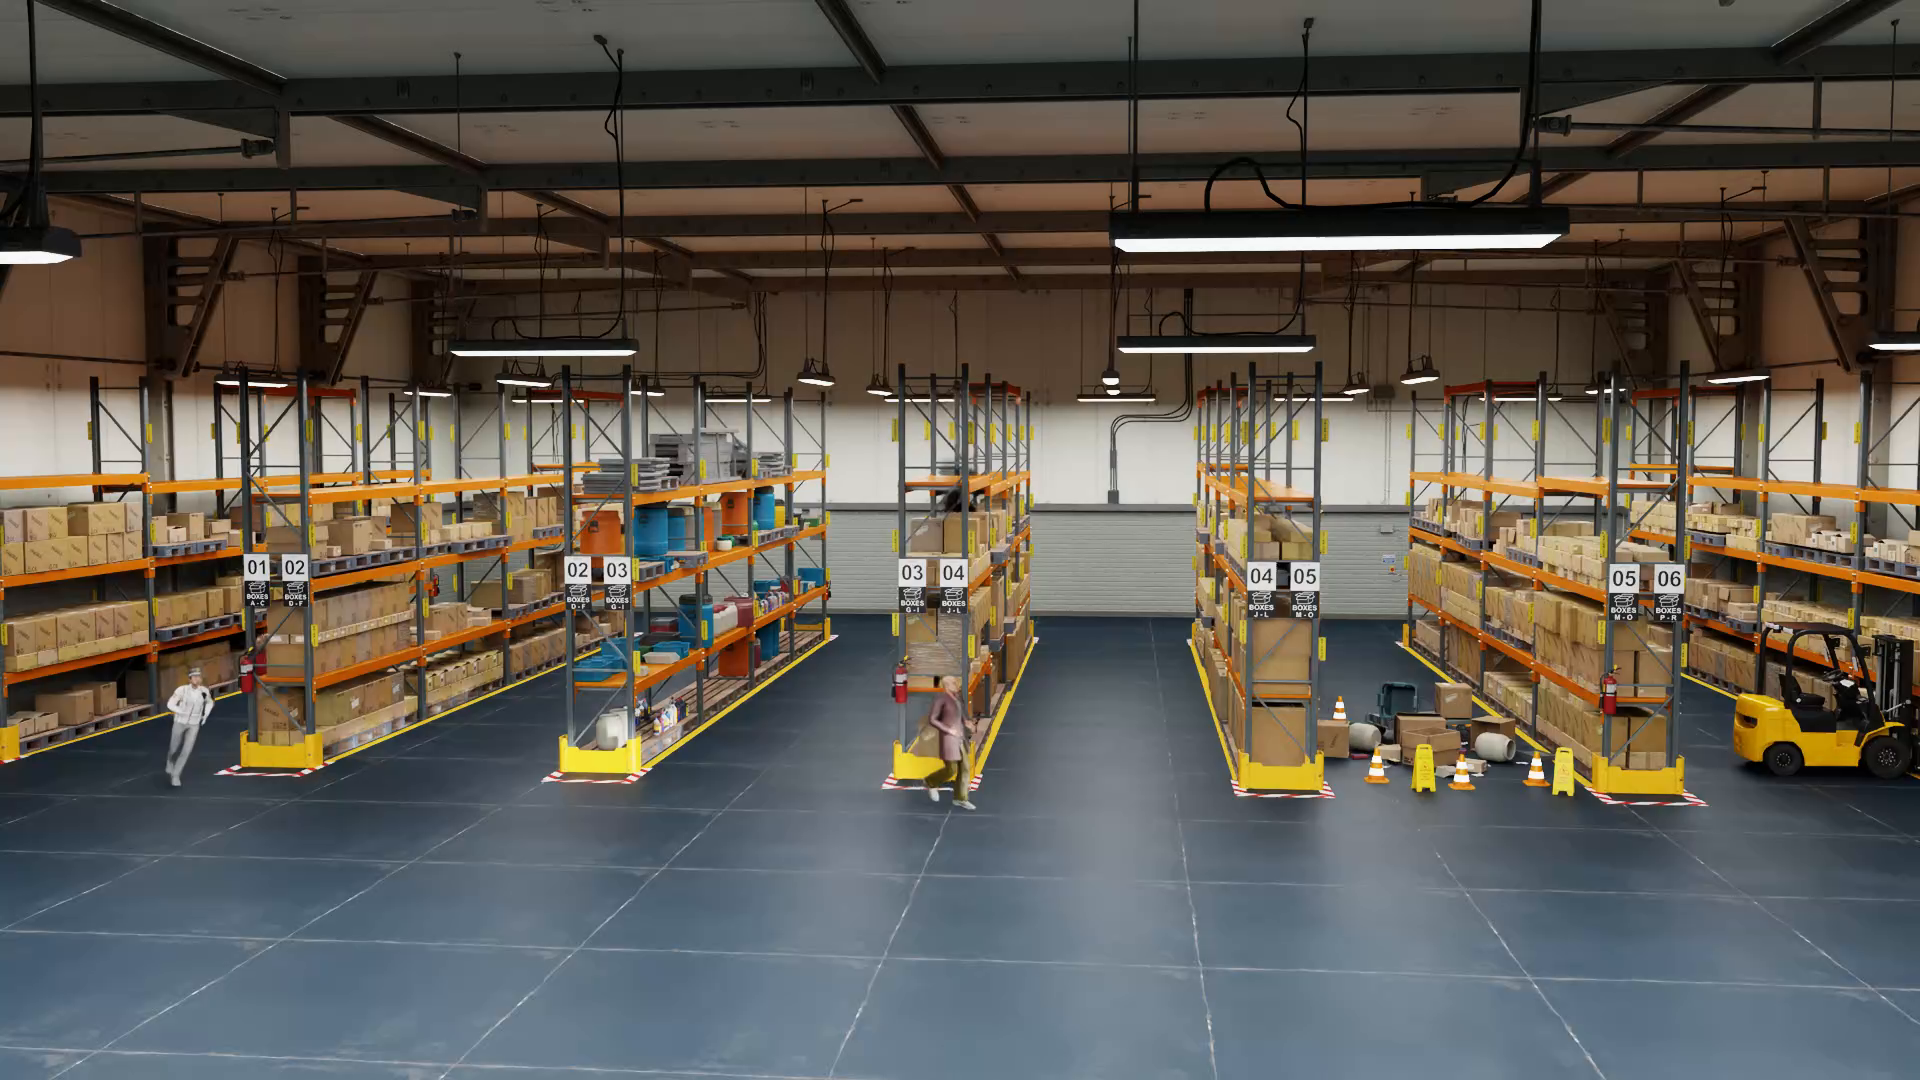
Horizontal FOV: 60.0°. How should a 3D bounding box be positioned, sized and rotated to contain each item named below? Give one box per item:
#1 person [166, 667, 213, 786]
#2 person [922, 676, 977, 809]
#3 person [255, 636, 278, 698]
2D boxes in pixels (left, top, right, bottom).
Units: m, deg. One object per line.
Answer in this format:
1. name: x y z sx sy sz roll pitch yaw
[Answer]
1. person: -11.087 2.647 23.964 0.640 1.650 0.872 -2 4 -30
2. person: -0.151 2.708 22.316 0.843 1.790 0.760 2 4 29
3. person: -11.509 2.398 27.531 0.653 1.651 0.786 0 4 7
